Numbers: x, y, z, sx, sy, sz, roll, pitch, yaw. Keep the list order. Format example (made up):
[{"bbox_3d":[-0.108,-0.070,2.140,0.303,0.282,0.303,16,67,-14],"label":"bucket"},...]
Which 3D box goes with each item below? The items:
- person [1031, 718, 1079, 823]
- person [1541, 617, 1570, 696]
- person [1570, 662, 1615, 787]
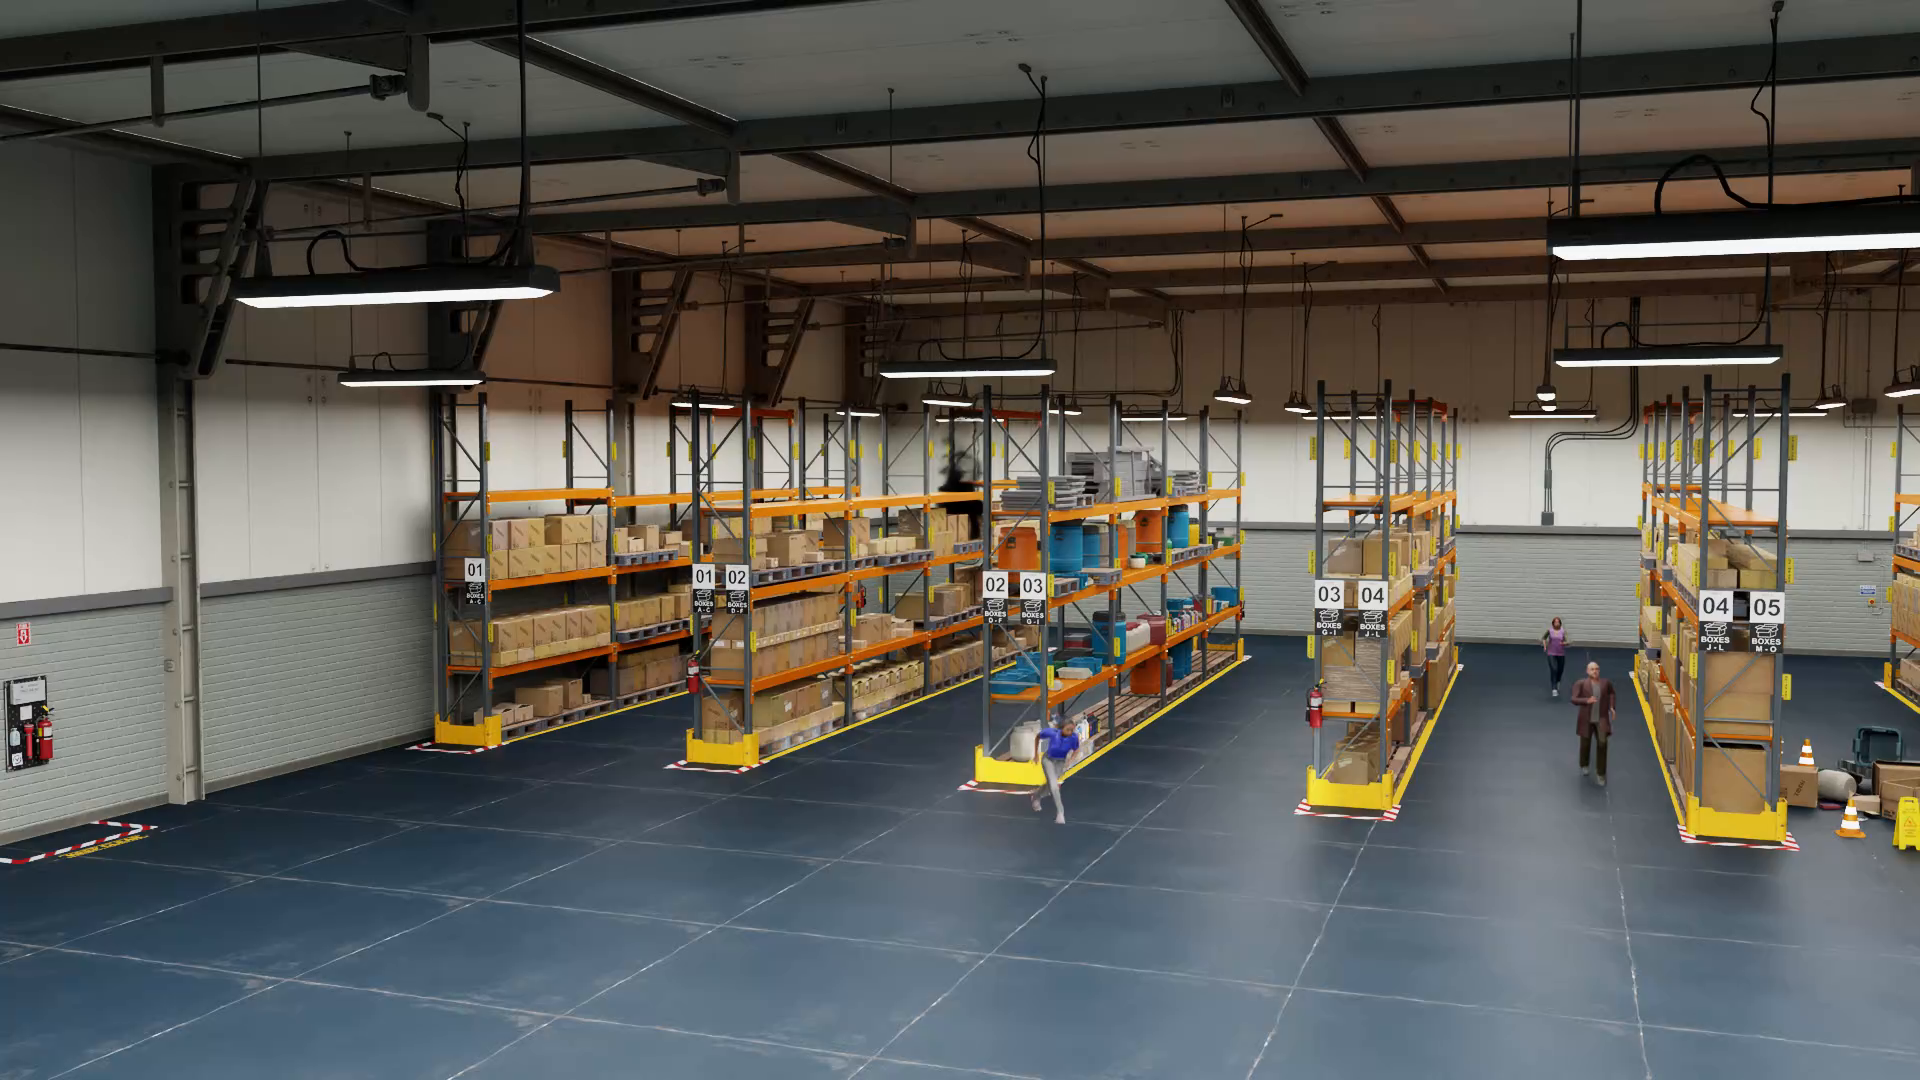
[{"bbox_3d":[1.276,3.095,22.743,0.572,1.459,1.088,-1,3,-19],"label":"person"},{"bbox_3d":[12.243,2.380,34.158,0.539,1.558,0.880,1,3,13],"label":"person"},{"bbox_3d":[9.595,2.767,25.213,0.677,1.846,0.865,1,3,14],"label":"person"}]
